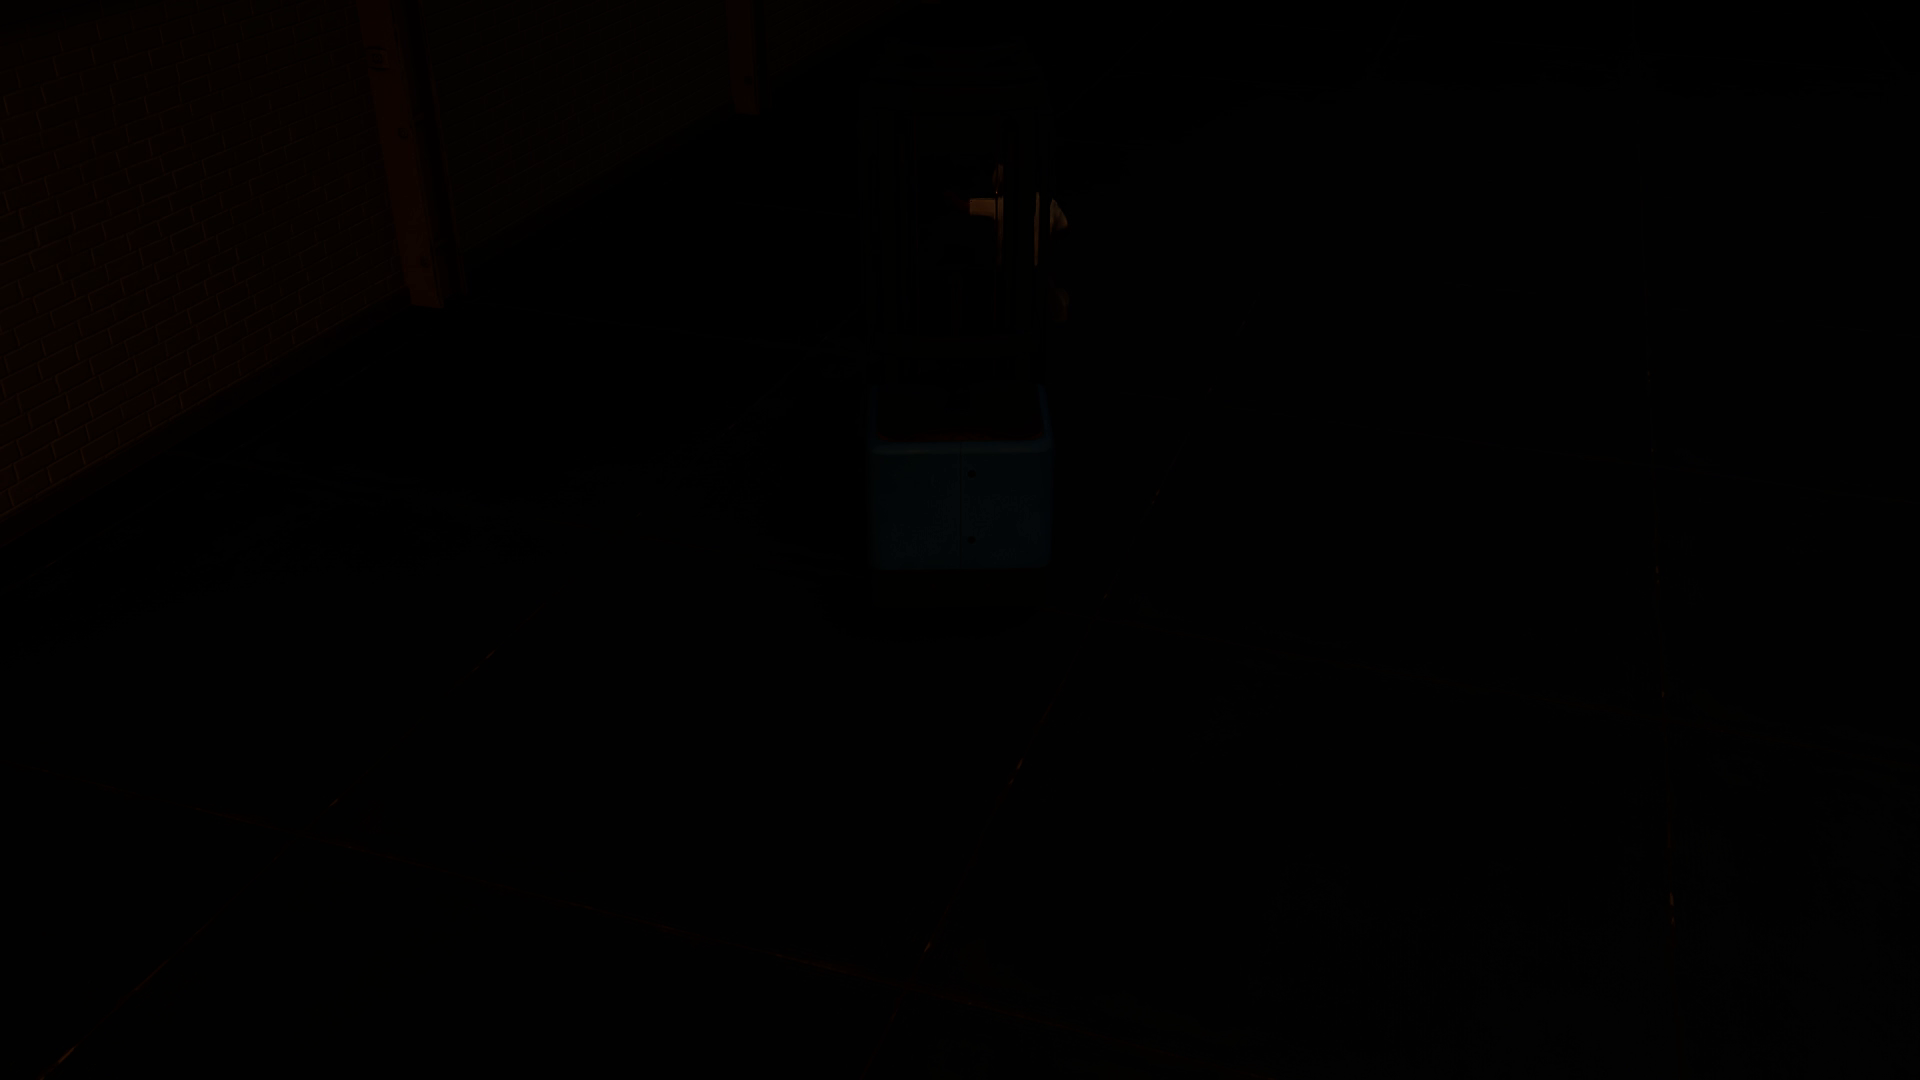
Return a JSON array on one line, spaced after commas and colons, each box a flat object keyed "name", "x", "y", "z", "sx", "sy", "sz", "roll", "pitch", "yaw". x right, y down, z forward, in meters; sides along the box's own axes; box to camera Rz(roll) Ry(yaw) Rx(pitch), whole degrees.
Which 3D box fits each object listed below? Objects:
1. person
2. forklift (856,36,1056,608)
[{"name": "person", "x": 0.370, "y": -2.090, "z": 12.394, "sx": 1.258, "sy": 1.424, "sz": 0.954, "roll": -8, "pitch": 31, "yaw": -13}, {"name": "forklift", "x": -0.037, "y": -1.584, "z": 9.915, "sx": 1.130, "sy": 2.935, "sz": 3.031, "roll": -1, "pitch": 30, "yaw": -1}]
